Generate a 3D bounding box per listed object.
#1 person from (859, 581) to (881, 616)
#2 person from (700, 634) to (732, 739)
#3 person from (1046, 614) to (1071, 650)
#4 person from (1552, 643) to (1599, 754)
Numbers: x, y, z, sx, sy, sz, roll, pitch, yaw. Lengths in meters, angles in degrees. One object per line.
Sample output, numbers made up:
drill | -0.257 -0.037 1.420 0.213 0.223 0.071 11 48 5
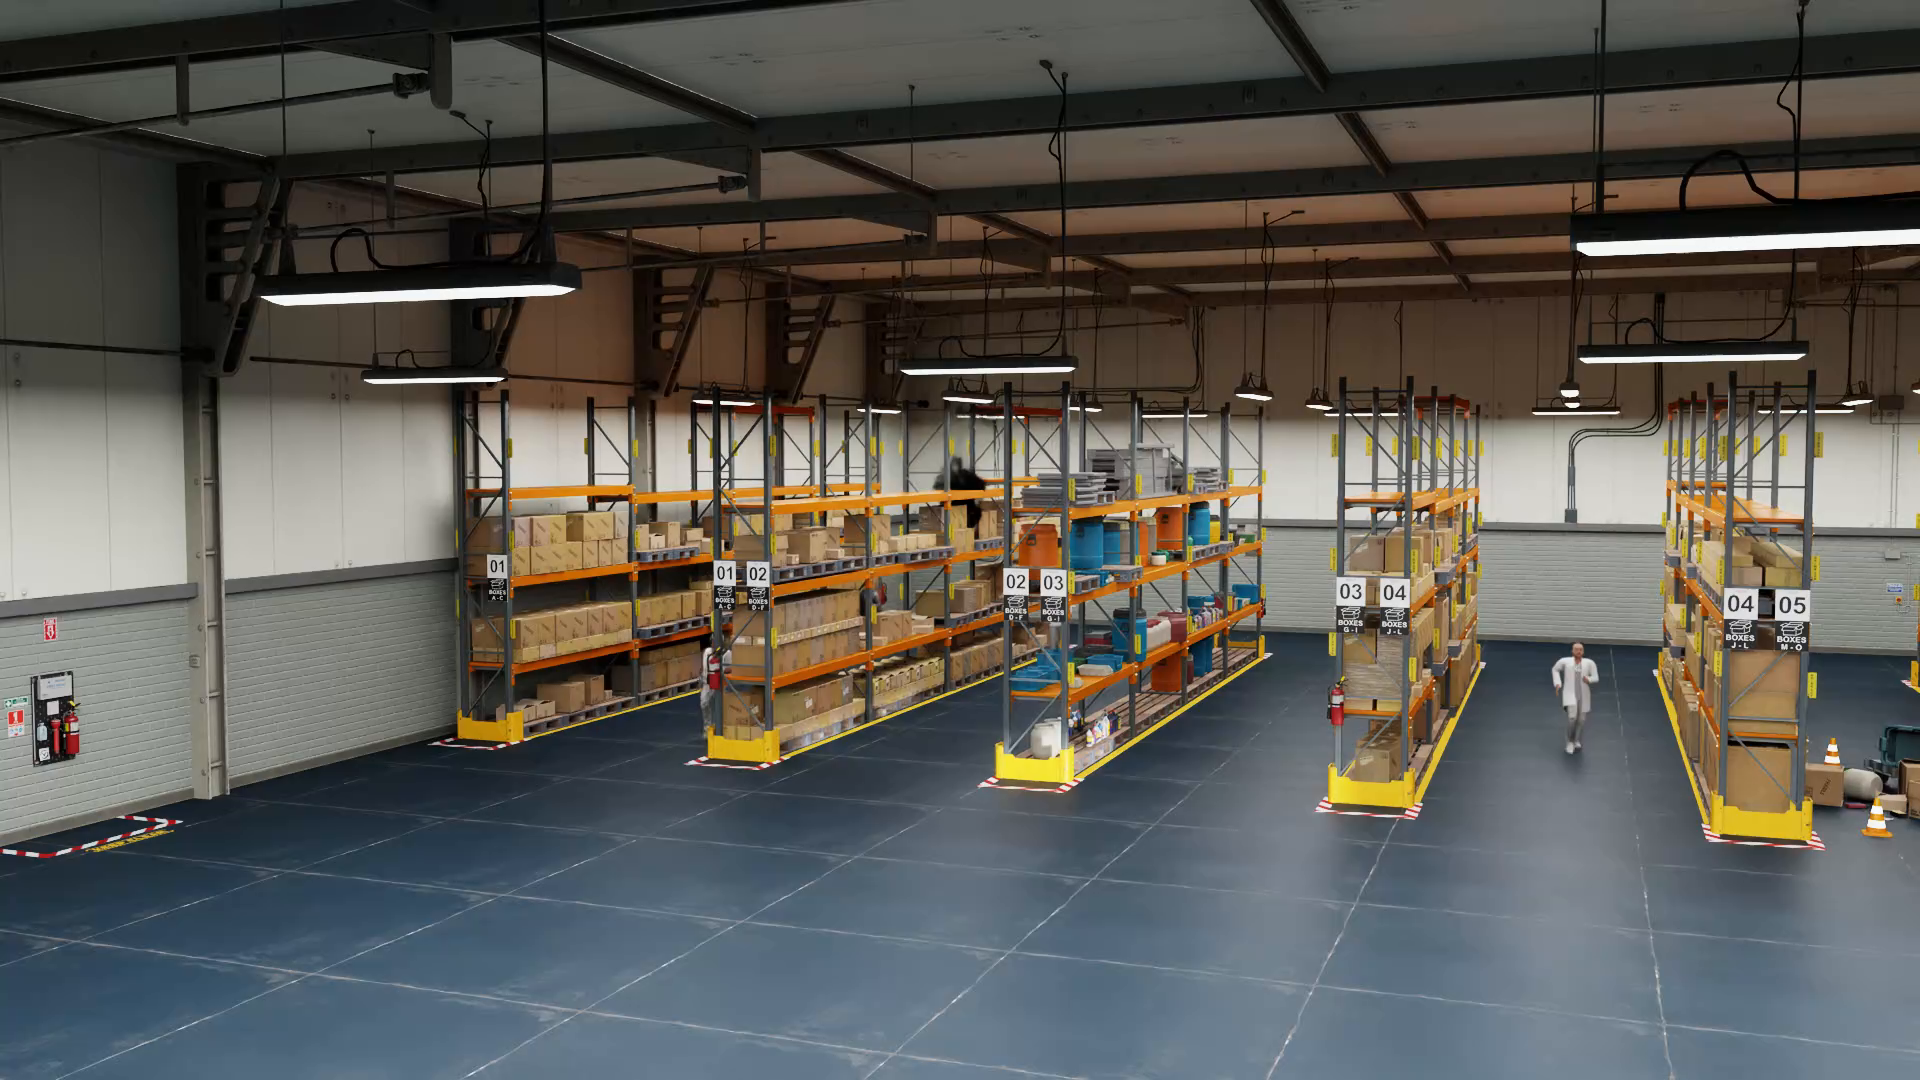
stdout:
person | -2.099 1.782 37.719 0.662 1.768 0.788 1 3 18
person | -4.239 2.532 28.832 0.655 1.841 0.776 1 3 13
person | 2.104 1.877 35.721 0.570 1.723 0.837 1 3 15
person | 10.161 2.713 27.431 0.674 1.623 0.811 0 3 8
